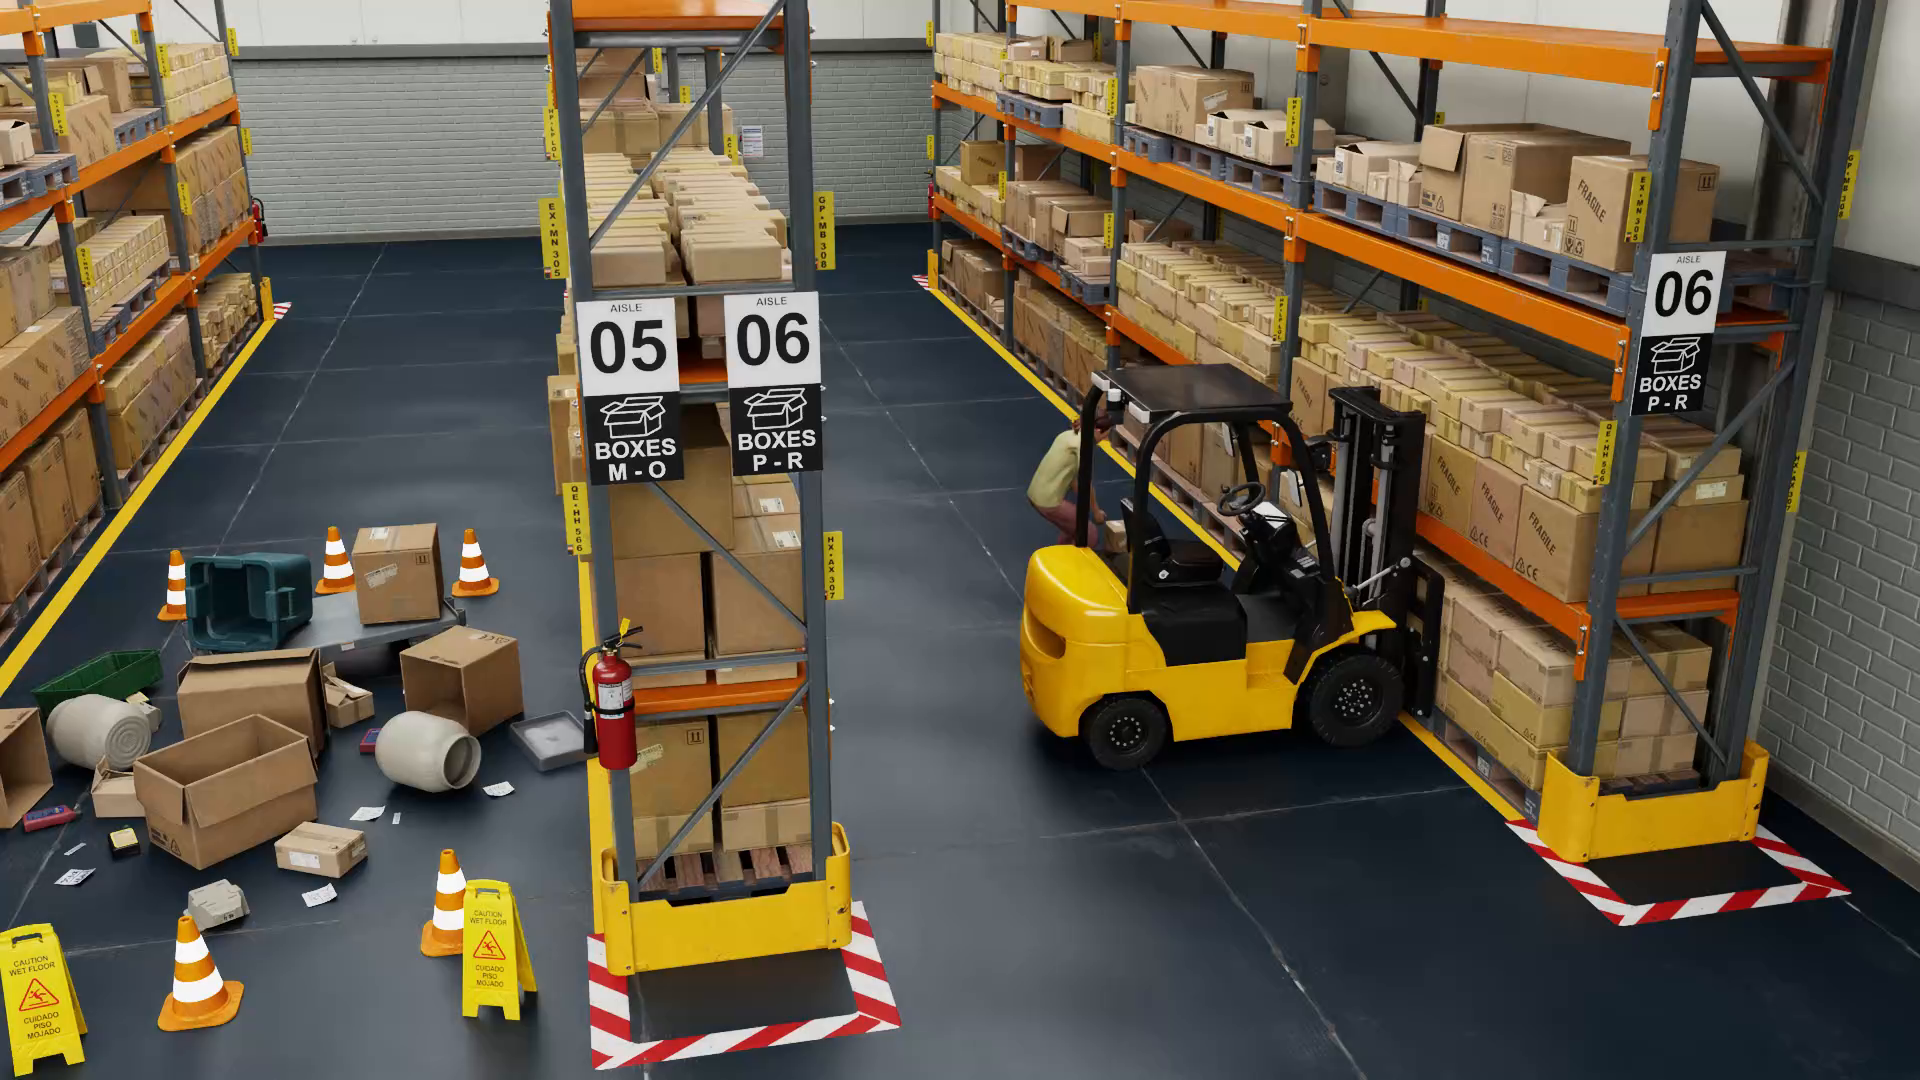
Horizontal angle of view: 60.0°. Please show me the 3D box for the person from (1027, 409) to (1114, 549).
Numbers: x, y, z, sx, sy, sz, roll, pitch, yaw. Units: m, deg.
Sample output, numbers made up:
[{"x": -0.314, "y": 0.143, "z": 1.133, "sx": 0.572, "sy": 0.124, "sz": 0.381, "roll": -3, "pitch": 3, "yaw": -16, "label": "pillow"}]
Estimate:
[{"x": 0.820, "y": -0.303, "z": 12.391, "sx": 0.649, "sy": 1.363, "sz": 0.511, "roll": -4, "pitch": 20, "yaw": -12, "label": "person"}]
